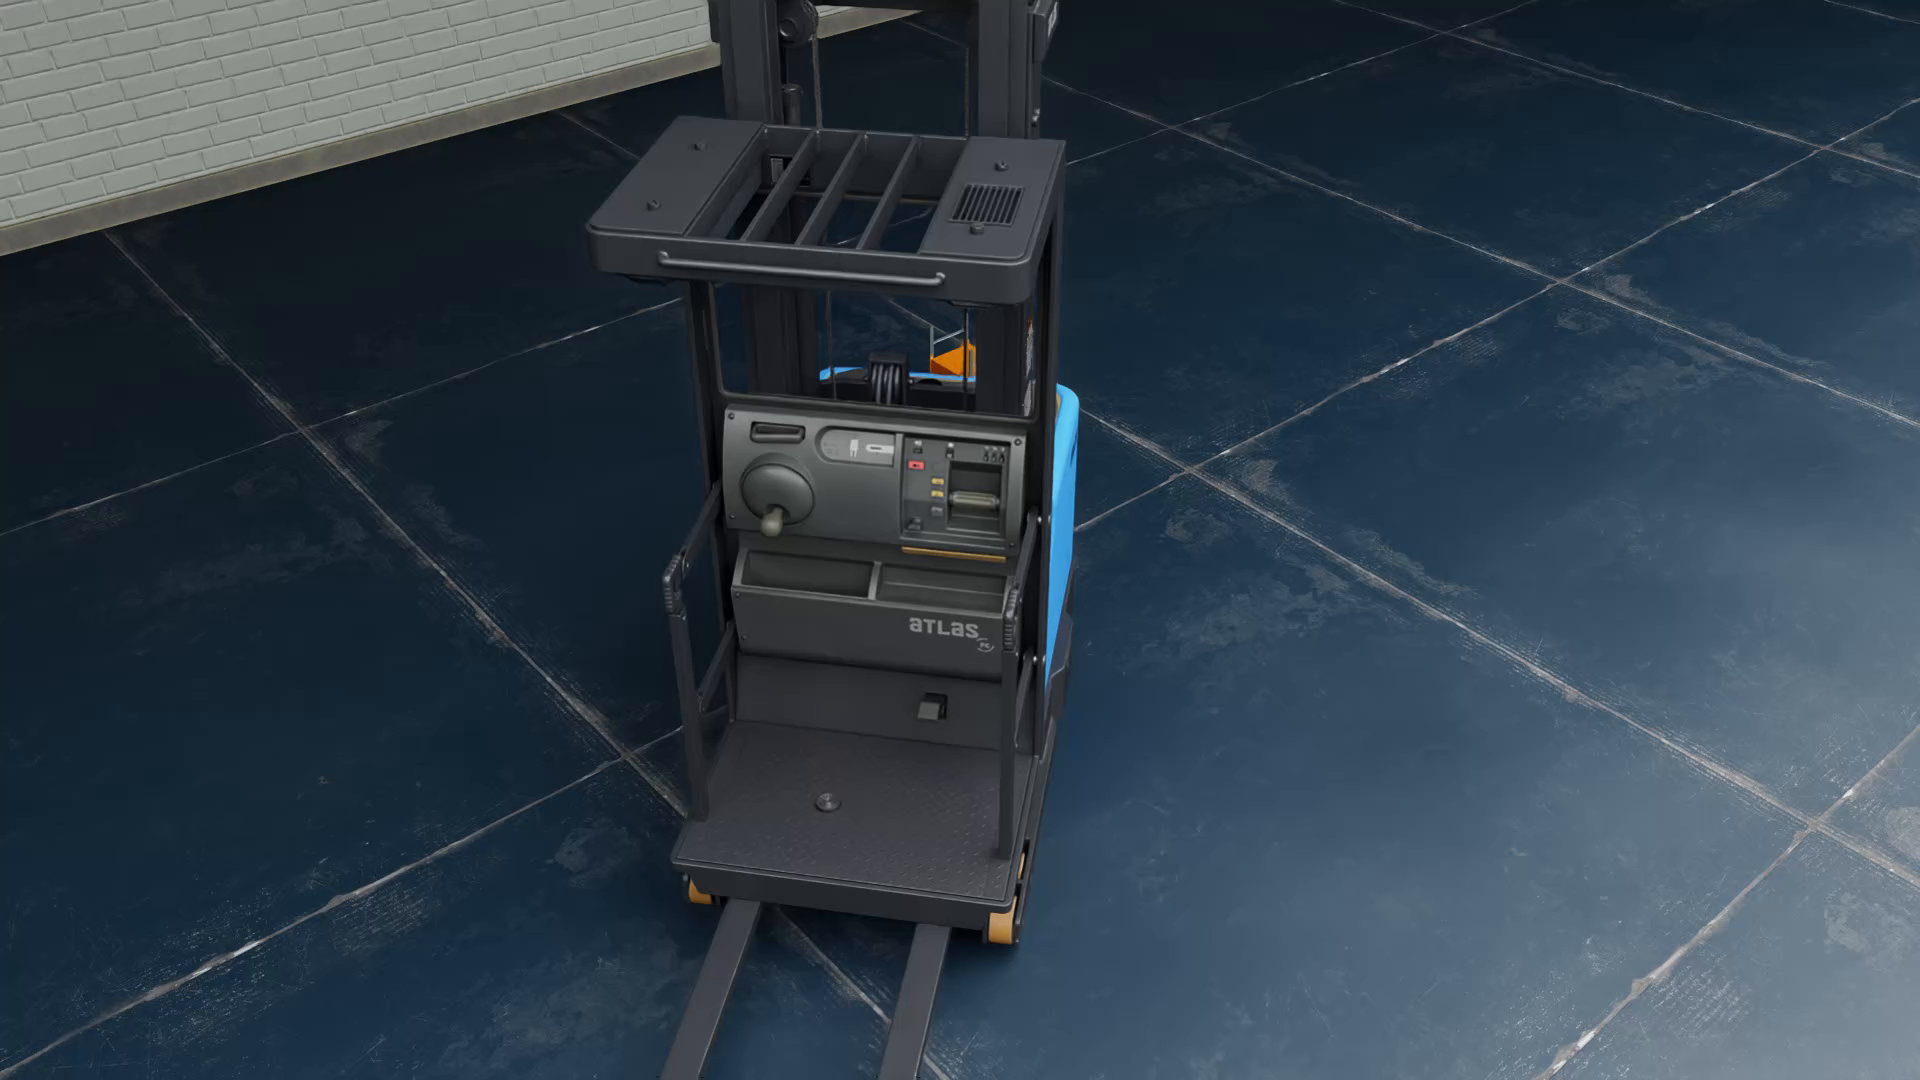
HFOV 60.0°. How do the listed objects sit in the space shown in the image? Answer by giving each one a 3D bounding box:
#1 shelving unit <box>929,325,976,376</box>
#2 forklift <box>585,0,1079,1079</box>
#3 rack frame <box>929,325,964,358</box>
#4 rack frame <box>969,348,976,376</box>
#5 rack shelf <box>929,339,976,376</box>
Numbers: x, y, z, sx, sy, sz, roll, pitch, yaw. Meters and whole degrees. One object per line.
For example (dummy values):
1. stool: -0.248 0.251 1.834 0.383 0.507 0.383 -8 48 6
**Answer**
1. shelving unit: 0.035 -0.405 6.913 0.215 1.050 0.252 -26 43 -32
2. forklift: -0.300 -0.113 4.874 1.130 2.935 3.031 6 36 8
3. rack frame: -0.044 -0.459 6.989 0.200 1.050 0.008 -26 43 -32
4. rack frame: 0.113 -0.351 6.837 0.200 1.050 0.008 -26 43 -32
5. rack shelf: 0.035 -0.628 6.755 0.215 0.259 0.240 -26 43 -32
